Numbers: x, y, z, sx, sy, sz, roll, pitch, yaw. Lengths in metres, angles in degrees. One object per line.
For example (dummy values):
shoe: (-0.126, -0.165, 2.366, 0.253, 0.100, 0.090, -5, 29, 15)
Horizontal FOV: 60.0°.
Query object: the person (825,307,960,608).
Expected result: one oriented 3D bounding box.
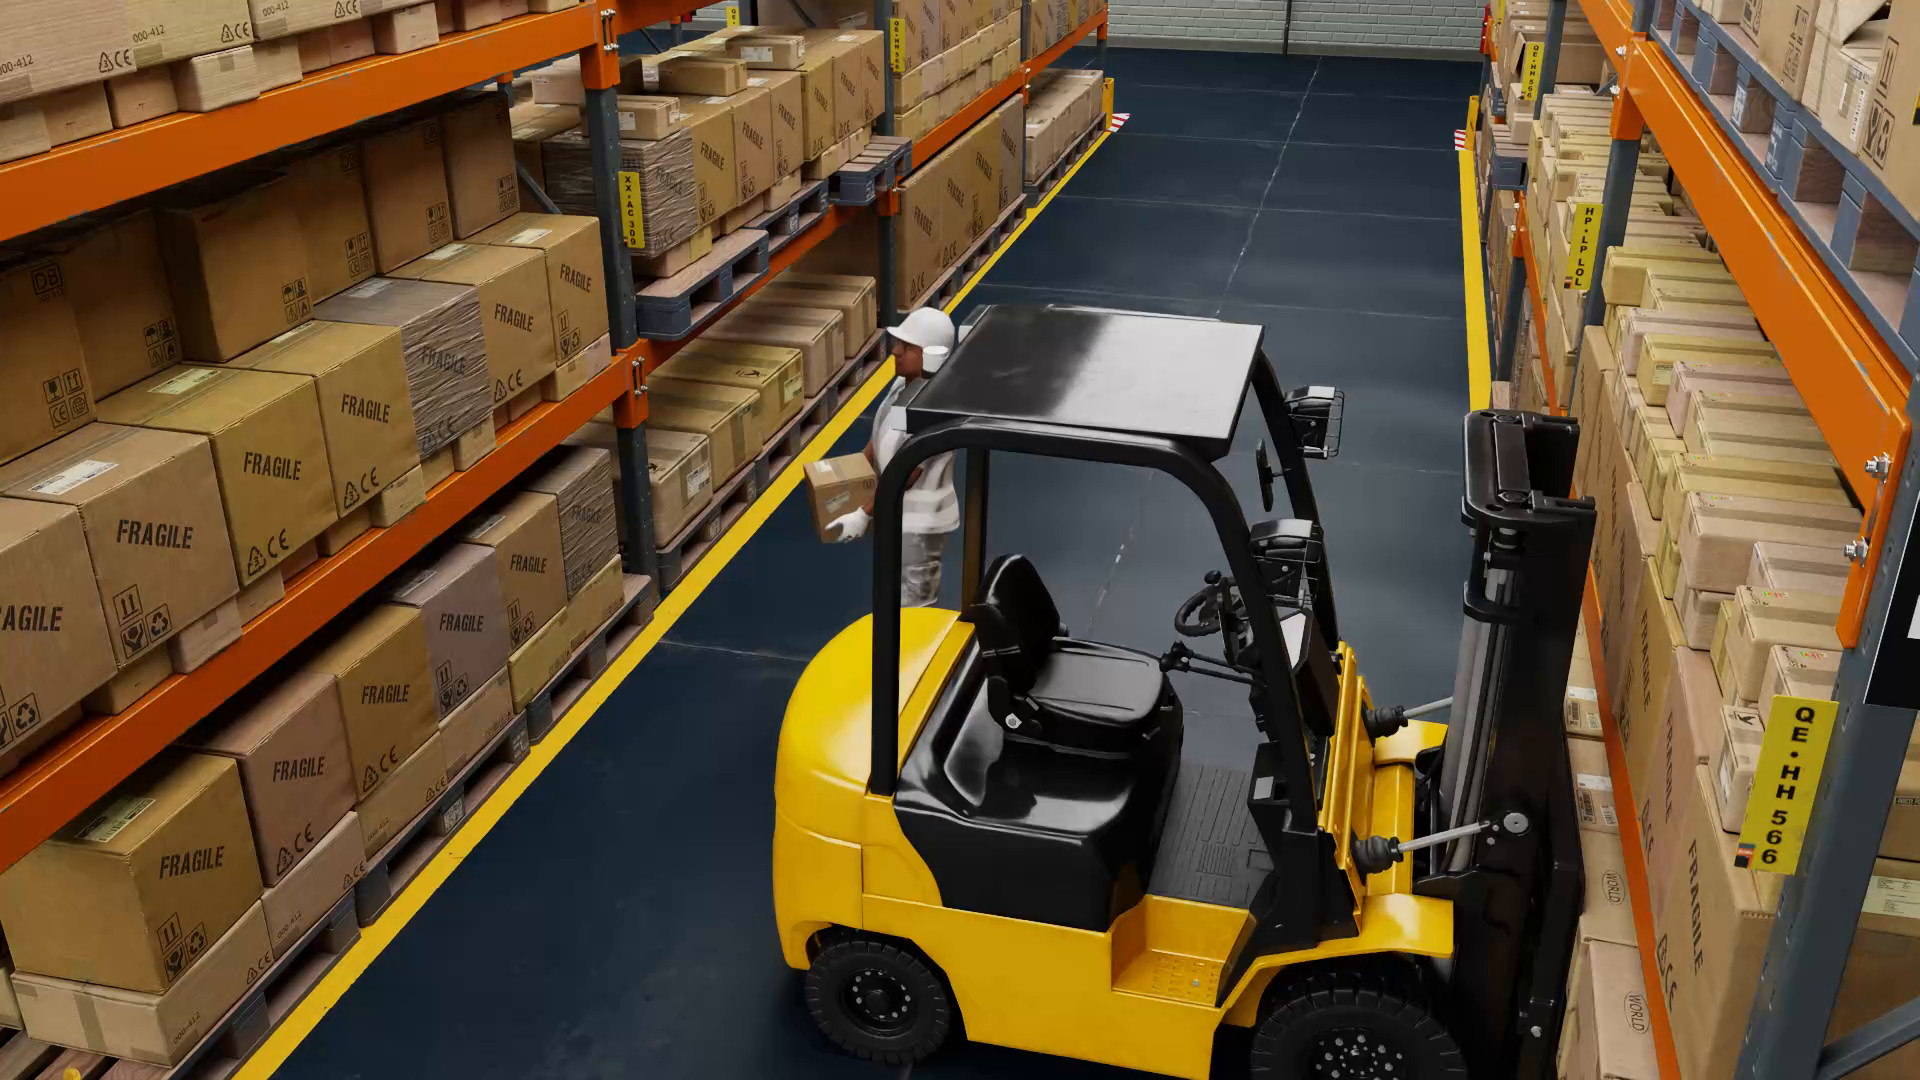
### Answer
person: (-0.285, -0.067, 6.726, 0.577, 1.785, 0.497, -6, 26, -13)
